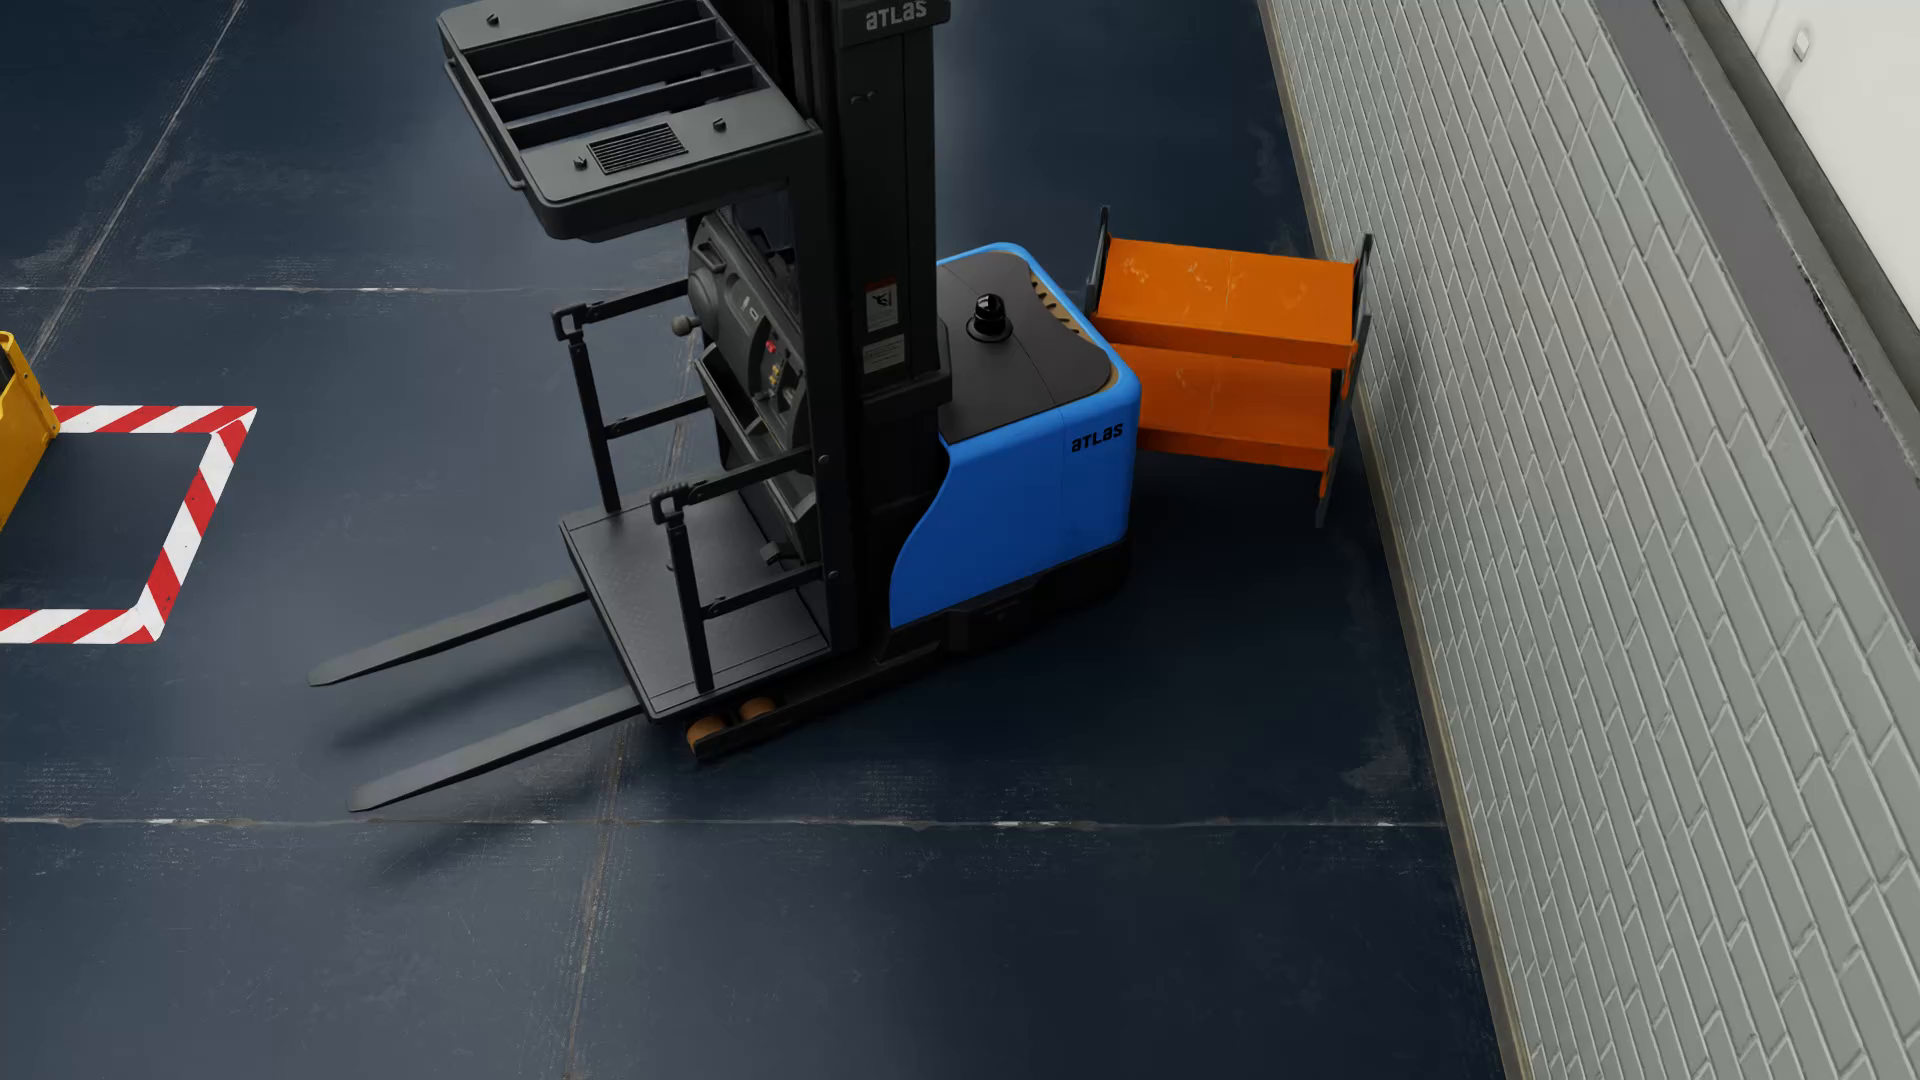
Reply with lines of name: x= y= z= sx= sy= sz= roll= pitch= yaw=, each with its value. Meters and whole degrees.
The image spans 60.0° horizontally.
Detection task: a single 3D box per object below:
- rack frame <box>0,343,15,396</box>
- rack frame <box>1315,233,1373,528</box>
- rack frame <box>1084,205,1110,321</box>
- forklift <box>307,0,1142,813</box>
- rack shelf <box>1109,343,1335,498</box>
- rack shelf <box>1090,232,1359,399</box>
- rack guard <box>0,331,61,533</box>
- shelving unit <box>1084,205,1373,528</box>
rack frame: x=-4.039 y=-1.127 z=5.831 sx=0.127 sy=3.000 sz=1.000 roll=0 pitch=47 yaw=0
rack frame: x=1.529 y=-0.616 z=6.635 sx=0.032 sy=1.125 sz=0.500 roll=7 pitch=47 yaw=7
rack frame: x=0.528 y=-0.746 z=6.757 sx=0.032 sy=1.125 sz=0.500 roll=7 pitch=47 yaw=7
forklift: x=-0.886 y=-0.642 z=5.426 sx=3.031 sy=2.935 sz=1.130 roll=-21 pitch=50 yaw=-18
rack shelf: x=1.028 y=-0.514 z=6.875 sx=1.000 sy=0.278 sz=0.538 roll=7 pitch=47 yaw=7
rack shelf: x=1.028 y=-0.880 z=6.482 sx=1.000 sy=0.278 sz=0.538 roll=7 pitch=47 yaw=7
rack guard: x=-4.115 y=-0.276 z=6.746 sx=0.348 sy=0.500 sz=1.175 roll=0 pitch=47 yaw=0
shelving unit: x=1.028 y=-0.681 z=6.696 sx=1.048 sy=1.125 sz=0.538 roll=7 pitch=47 yaw=7
